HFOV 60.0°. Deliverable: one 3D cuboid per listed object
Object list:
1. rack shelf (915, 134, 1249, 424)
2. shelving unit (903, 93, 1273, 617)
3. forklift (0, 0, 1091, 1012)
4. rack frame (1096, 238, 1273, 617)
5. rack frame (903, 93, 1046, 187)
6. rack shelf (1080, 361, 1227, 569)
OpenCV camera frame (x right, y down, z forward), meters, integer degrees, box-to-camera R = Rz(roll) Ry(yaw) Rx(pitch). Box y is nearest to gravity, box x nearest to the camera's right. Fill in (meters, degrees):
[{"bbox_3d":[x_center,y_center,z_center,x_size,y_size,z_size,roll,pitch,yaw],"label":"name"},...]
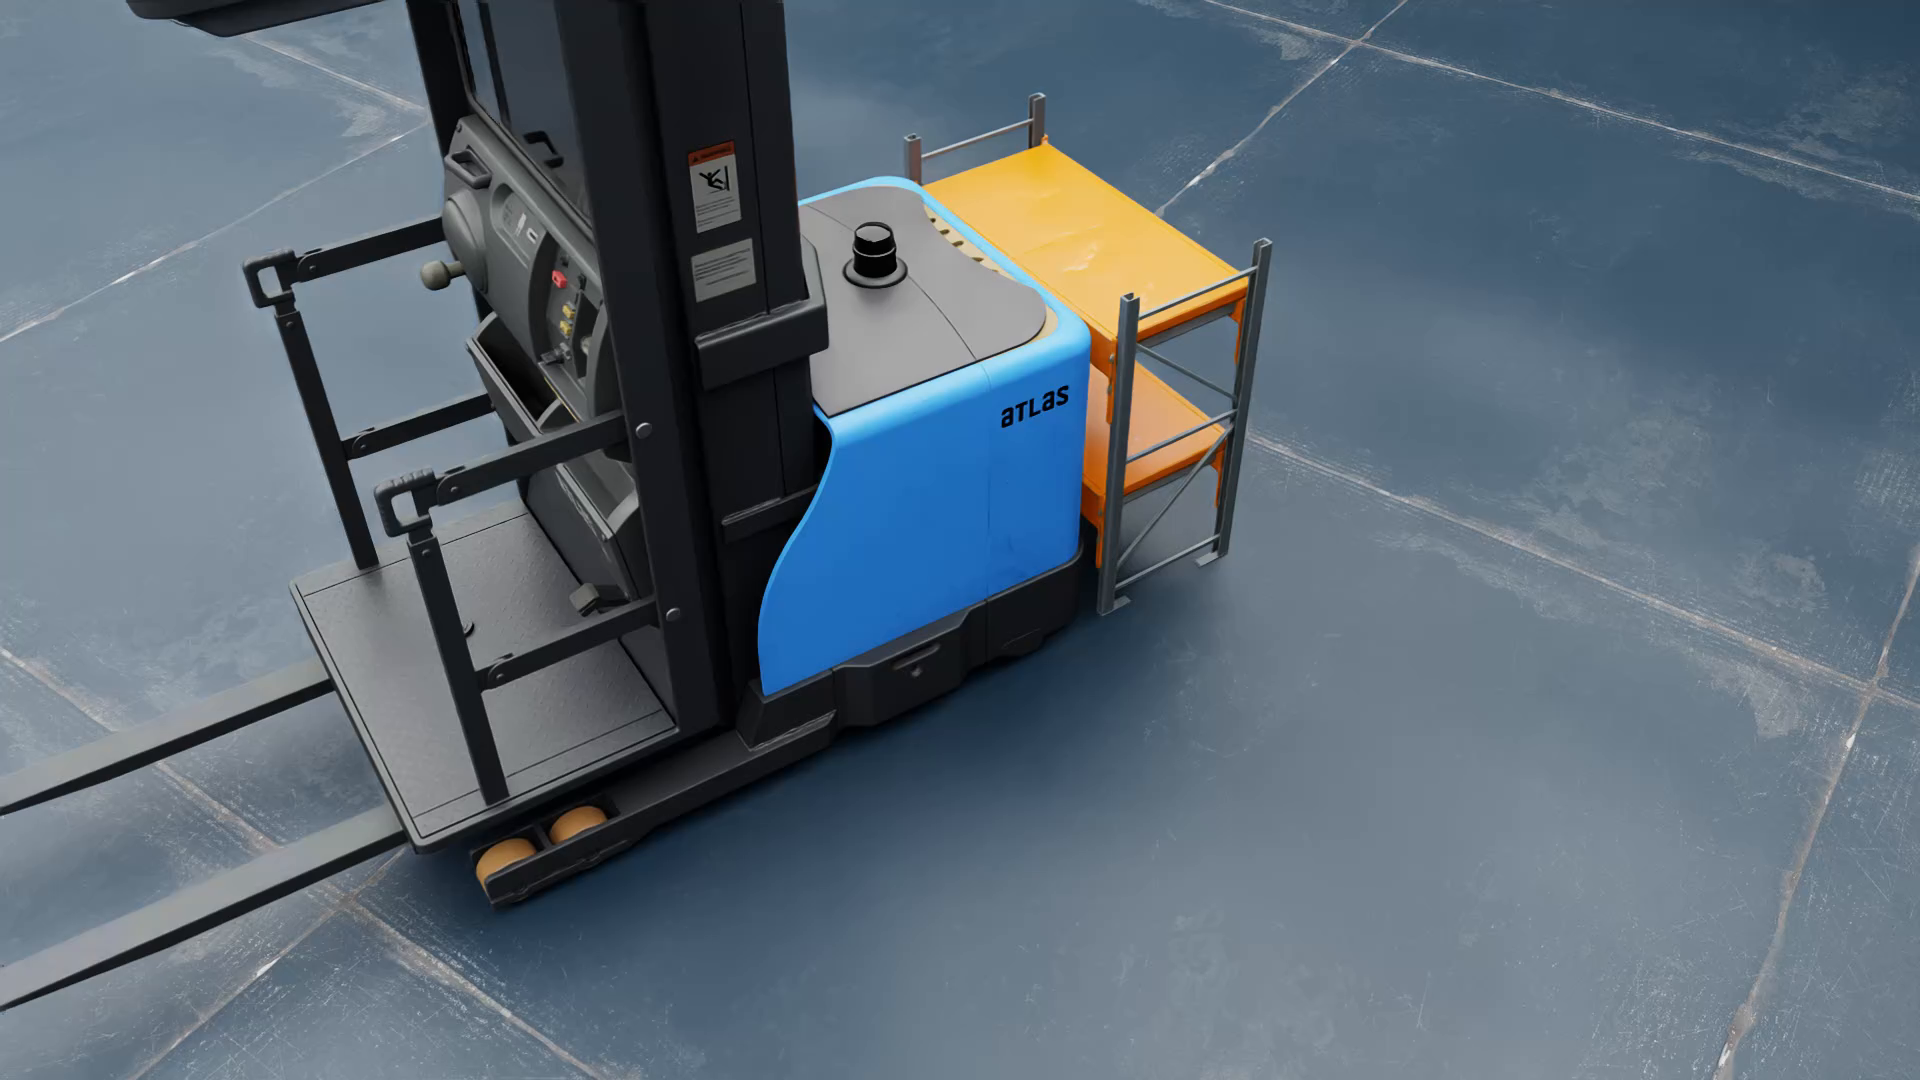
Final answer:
[{"bbox_3d":[0.336,-0.788,4.849,0.538,0.278,1.000,-25,47,-25],"label":"rack shelf"},{"bbox_3d":[0.336,-0.570,5.044,0.538,1.125,1.048,-25,47,-25],"label":"shelving unit"},{"bbox_3d":[-1.164,-0.577,3.697,3.031,2.935,1.130,-23,47,-24],"label":"forklift"},{"bbox_3d":[0.624,-0.291,4.732,0.500,1.125,0.032,-25,47,-25],"label":"rack frame"},{"bbox_3d":[0.048,-0.849,5.356,0.500,1.125,0.032,-25,47,-25],"label":"rack frame"},{"bbox_3d":[0.336,-0.388,5.207,0.538,0.278,1.000,-25,47,-25],"label":"rack shelf"}]
